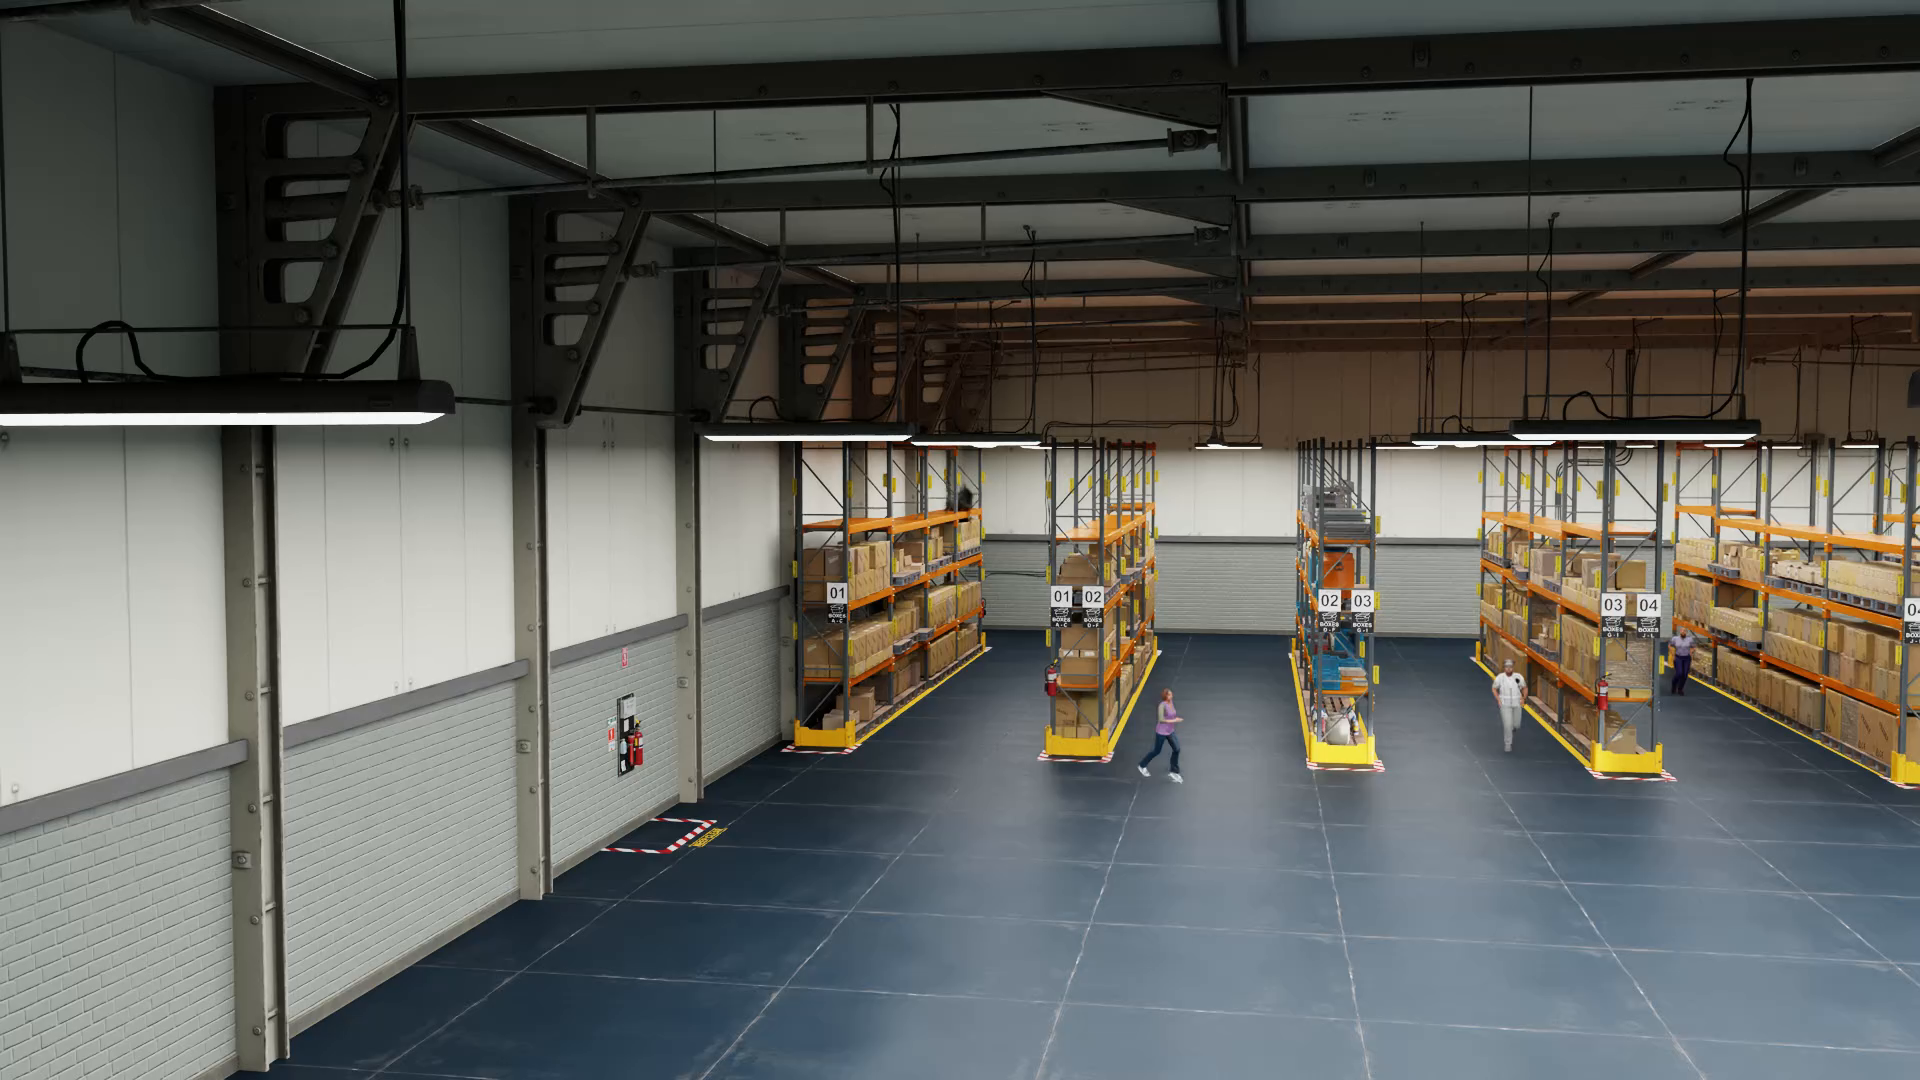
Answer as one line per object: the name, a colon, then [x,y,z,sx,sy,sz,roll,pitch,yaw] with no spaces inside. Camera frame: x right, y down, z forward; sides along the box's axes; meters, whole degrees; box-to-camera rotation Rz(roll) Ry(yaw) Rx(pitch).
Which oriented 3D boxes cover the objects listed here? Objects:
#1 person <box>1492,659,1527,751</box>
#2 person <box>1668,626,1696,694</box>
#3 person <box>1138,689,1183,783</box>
person: [10.597,3.161,32.062,0.658,1.763,0.612,1,3,11]
person: [17.027,2.839,39.162,0.586,1.612,0.592,1,3,11]
person: [3.531,3.390,28.974,0.849,1.633,0.550,3,4,40]
